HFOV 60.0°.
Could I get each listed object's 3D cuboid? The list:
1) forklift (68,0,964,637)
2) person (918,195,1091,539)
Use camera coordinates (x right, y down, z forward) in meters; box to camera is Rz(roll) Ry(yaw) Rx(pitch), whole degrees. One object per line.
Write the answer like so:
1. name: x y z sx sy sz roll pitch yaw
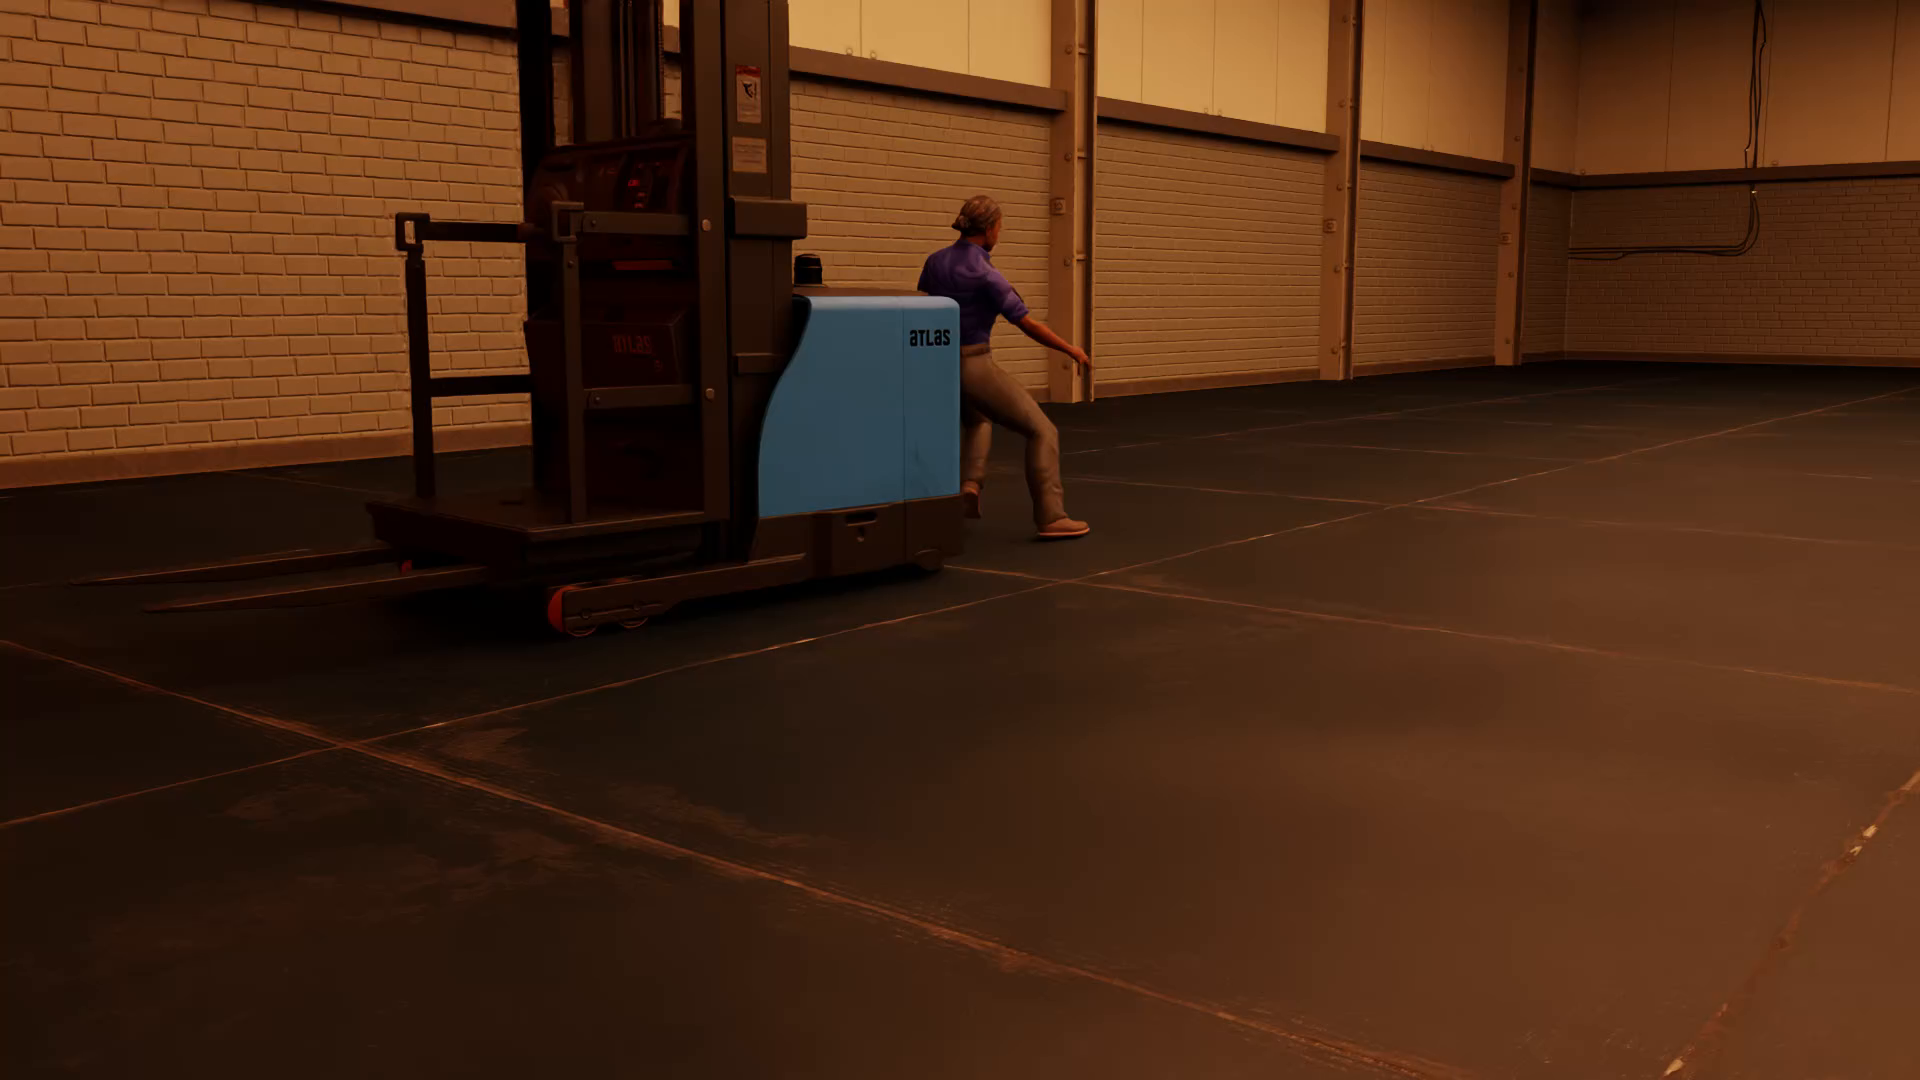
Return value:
1. forklift: -1.381 -1.224 5.650 1.130 2.935 3.031 8 12 44
2. person: 0.172 -0.787 7.541 0.627 1.510 0.768 -7 11 -41
